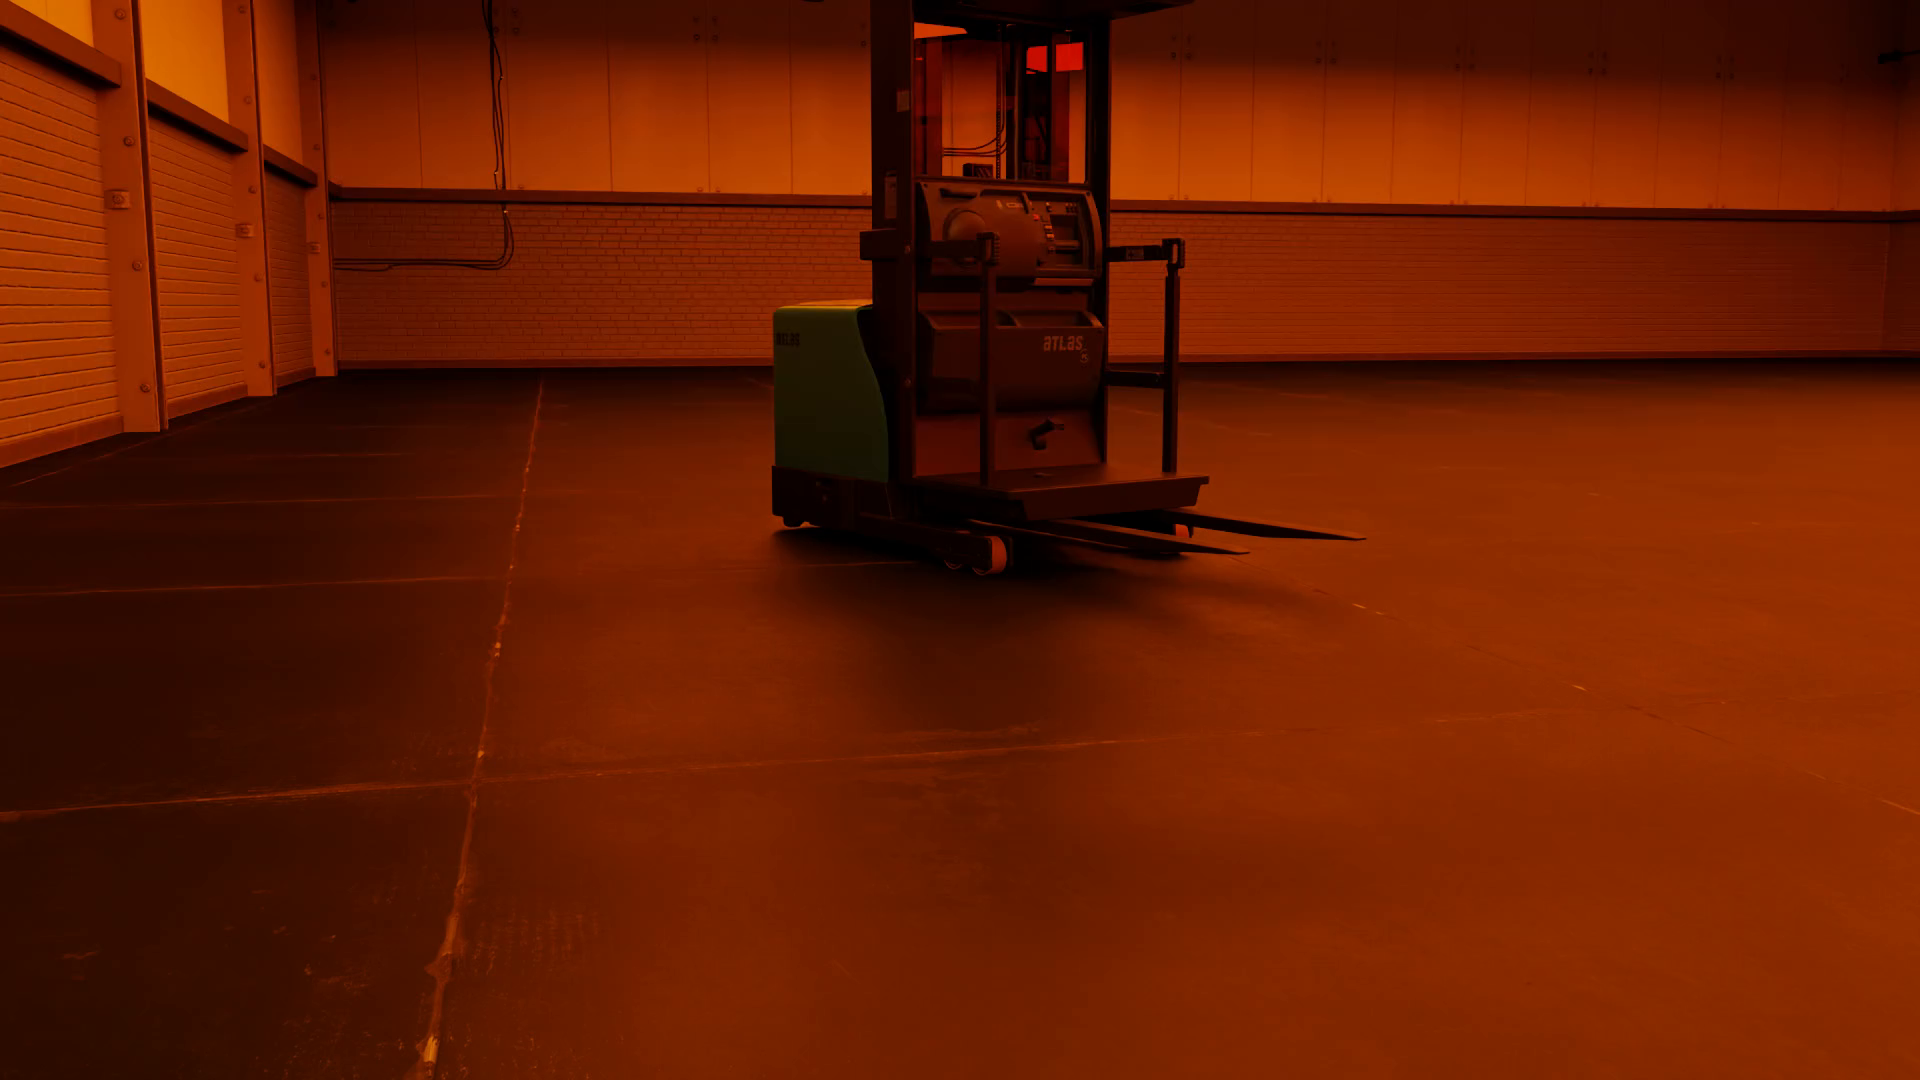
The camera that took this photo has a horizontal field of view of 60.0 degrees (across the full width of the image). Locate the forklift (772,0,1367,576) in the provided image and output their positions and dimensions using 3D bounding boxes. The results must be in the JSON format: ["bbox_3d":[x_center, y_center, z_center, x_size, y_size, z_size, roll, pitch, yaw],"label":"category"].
[{"bbox_3d":[0.355,-1.383,7.015,1.130,2.935,3.031,-6,10,-35],"label":"forklift"}]
